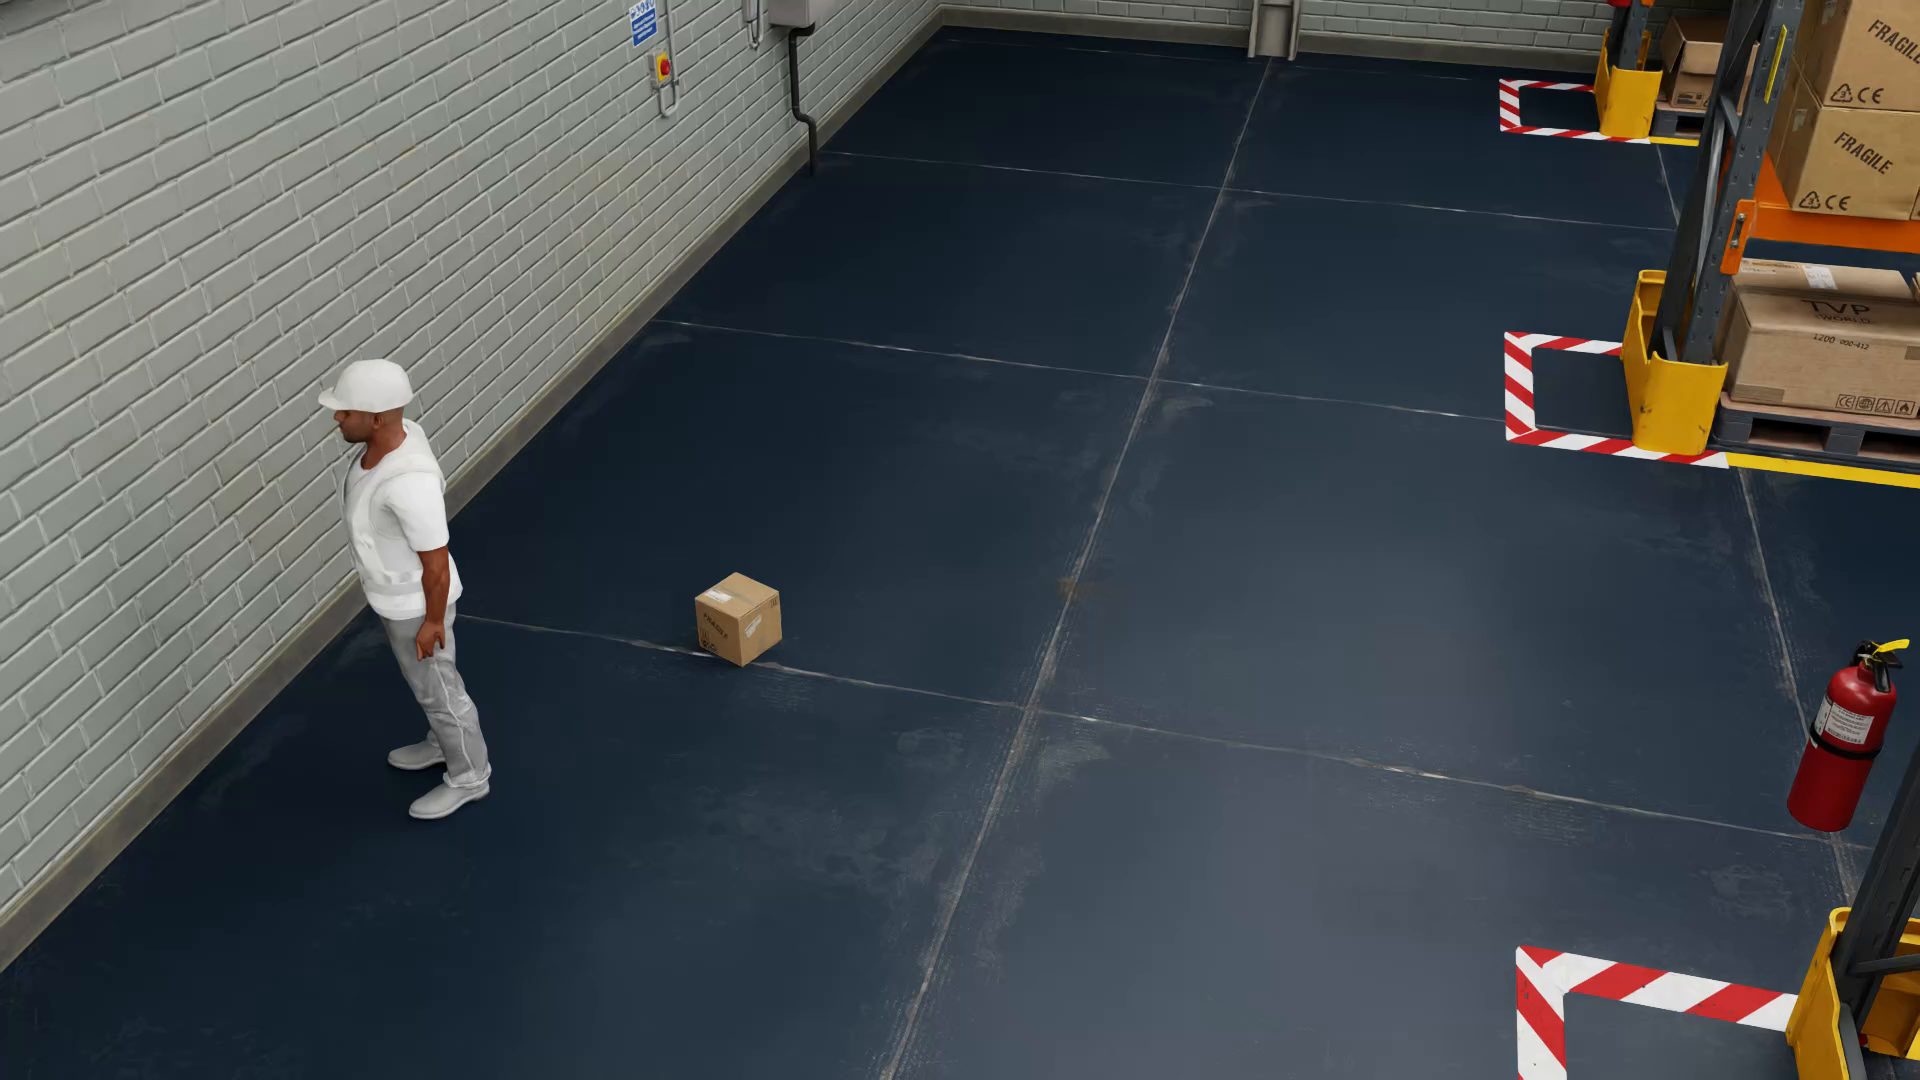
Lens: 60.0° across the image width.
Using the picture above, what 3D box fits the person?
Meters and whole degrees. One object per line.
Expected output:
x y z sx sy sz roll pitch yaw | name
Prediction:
-1.937 0.178 5.833 0.363 1.771 0.566 -16 36 -24 | person
